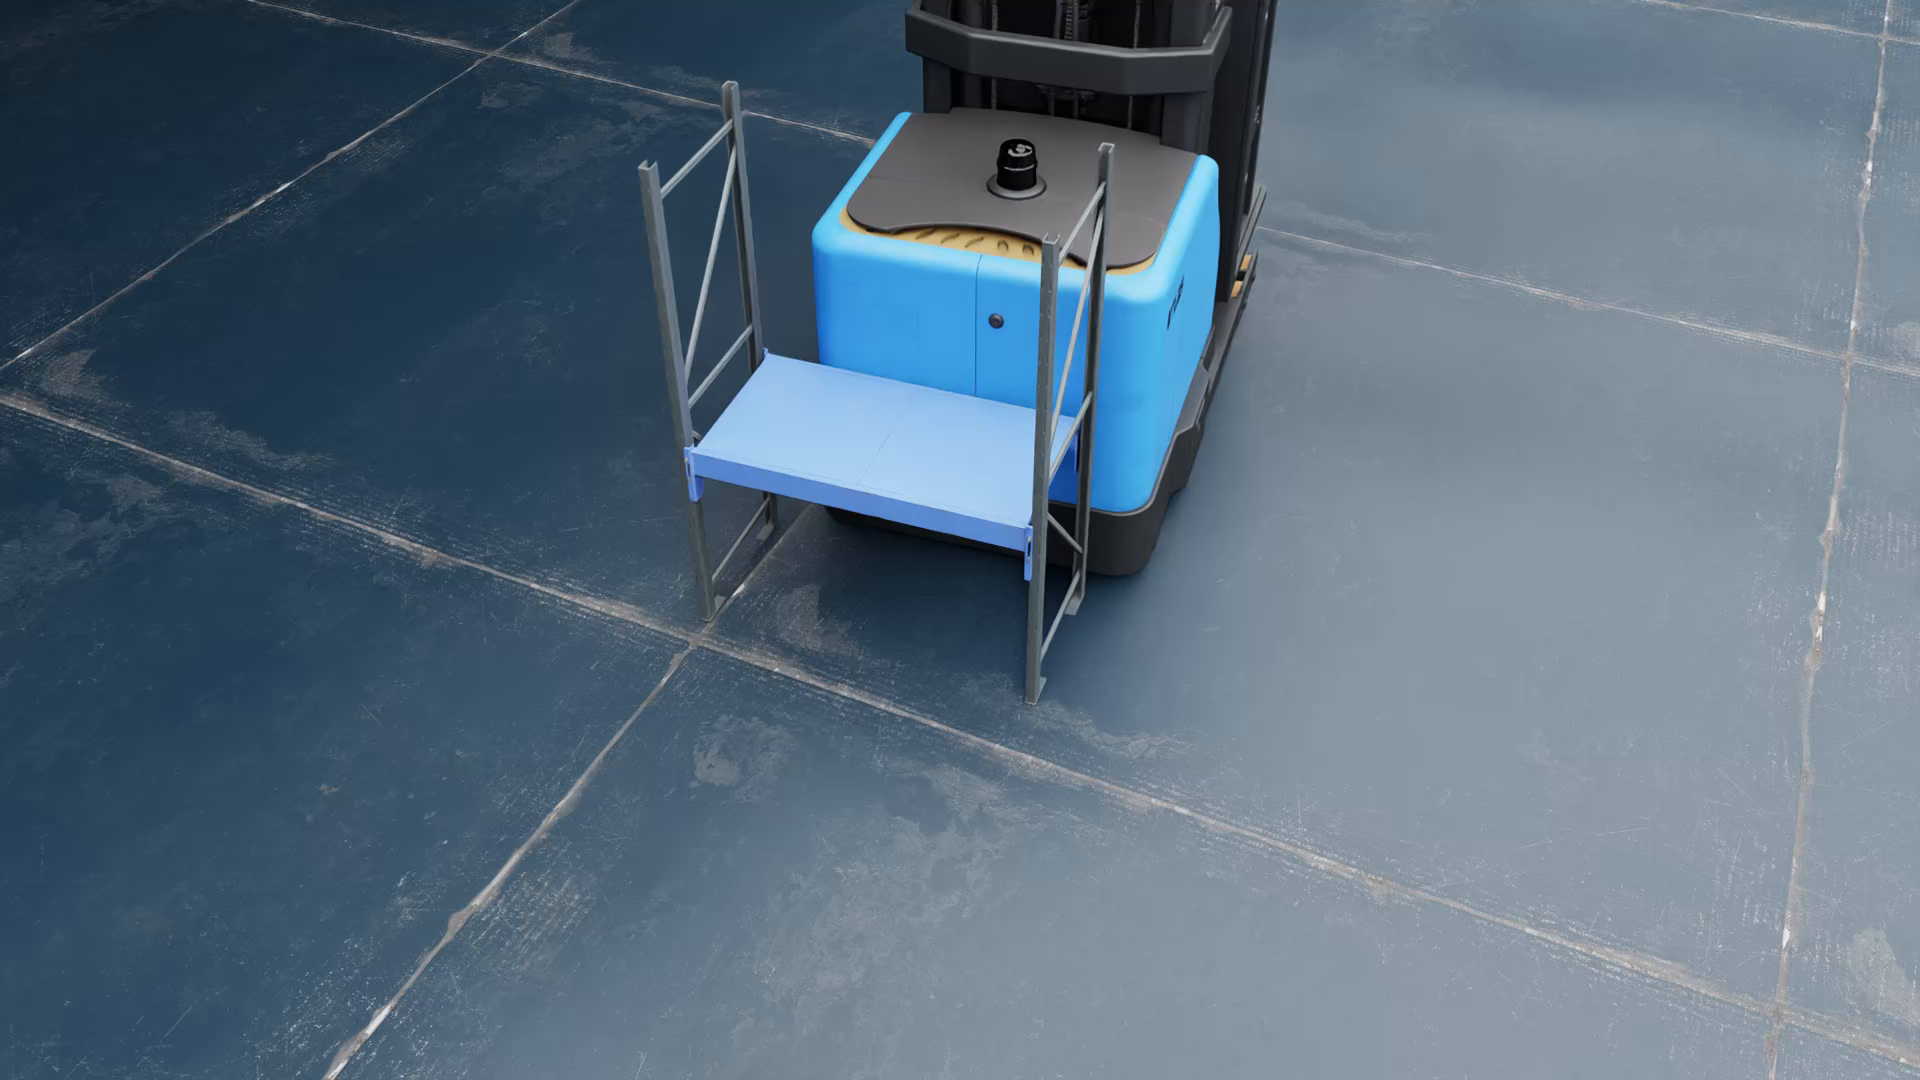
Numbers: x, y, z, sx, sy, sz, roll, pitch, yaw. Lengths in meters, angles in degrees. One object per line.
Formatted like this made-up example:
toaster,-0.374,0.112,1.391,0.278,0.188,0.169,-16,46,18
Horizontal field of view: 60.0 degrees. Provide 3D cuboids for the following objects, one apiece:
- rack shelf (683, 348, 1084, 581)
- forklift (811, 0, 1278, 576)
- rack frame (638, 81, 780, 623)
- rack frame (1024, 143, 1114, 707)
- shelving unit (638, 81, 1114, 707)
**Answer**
rack shelf,-0.197,-0.229,4.644,1.000,0.185,0.538,13,43,15
forklift,0.494,-1.976,5.292,1.130,2.935,3.031,12,42,13
rack frame,-0.676,-0.477,4.655,0.032,1.500,0.500,13,43,15
rack frame,0.281,-0.253,4.397,0.032,1.500,0.500,13,43,15
shelving unit,-0.197,-0.365,4.526,1.048,1.500,0.538,13,43,15
